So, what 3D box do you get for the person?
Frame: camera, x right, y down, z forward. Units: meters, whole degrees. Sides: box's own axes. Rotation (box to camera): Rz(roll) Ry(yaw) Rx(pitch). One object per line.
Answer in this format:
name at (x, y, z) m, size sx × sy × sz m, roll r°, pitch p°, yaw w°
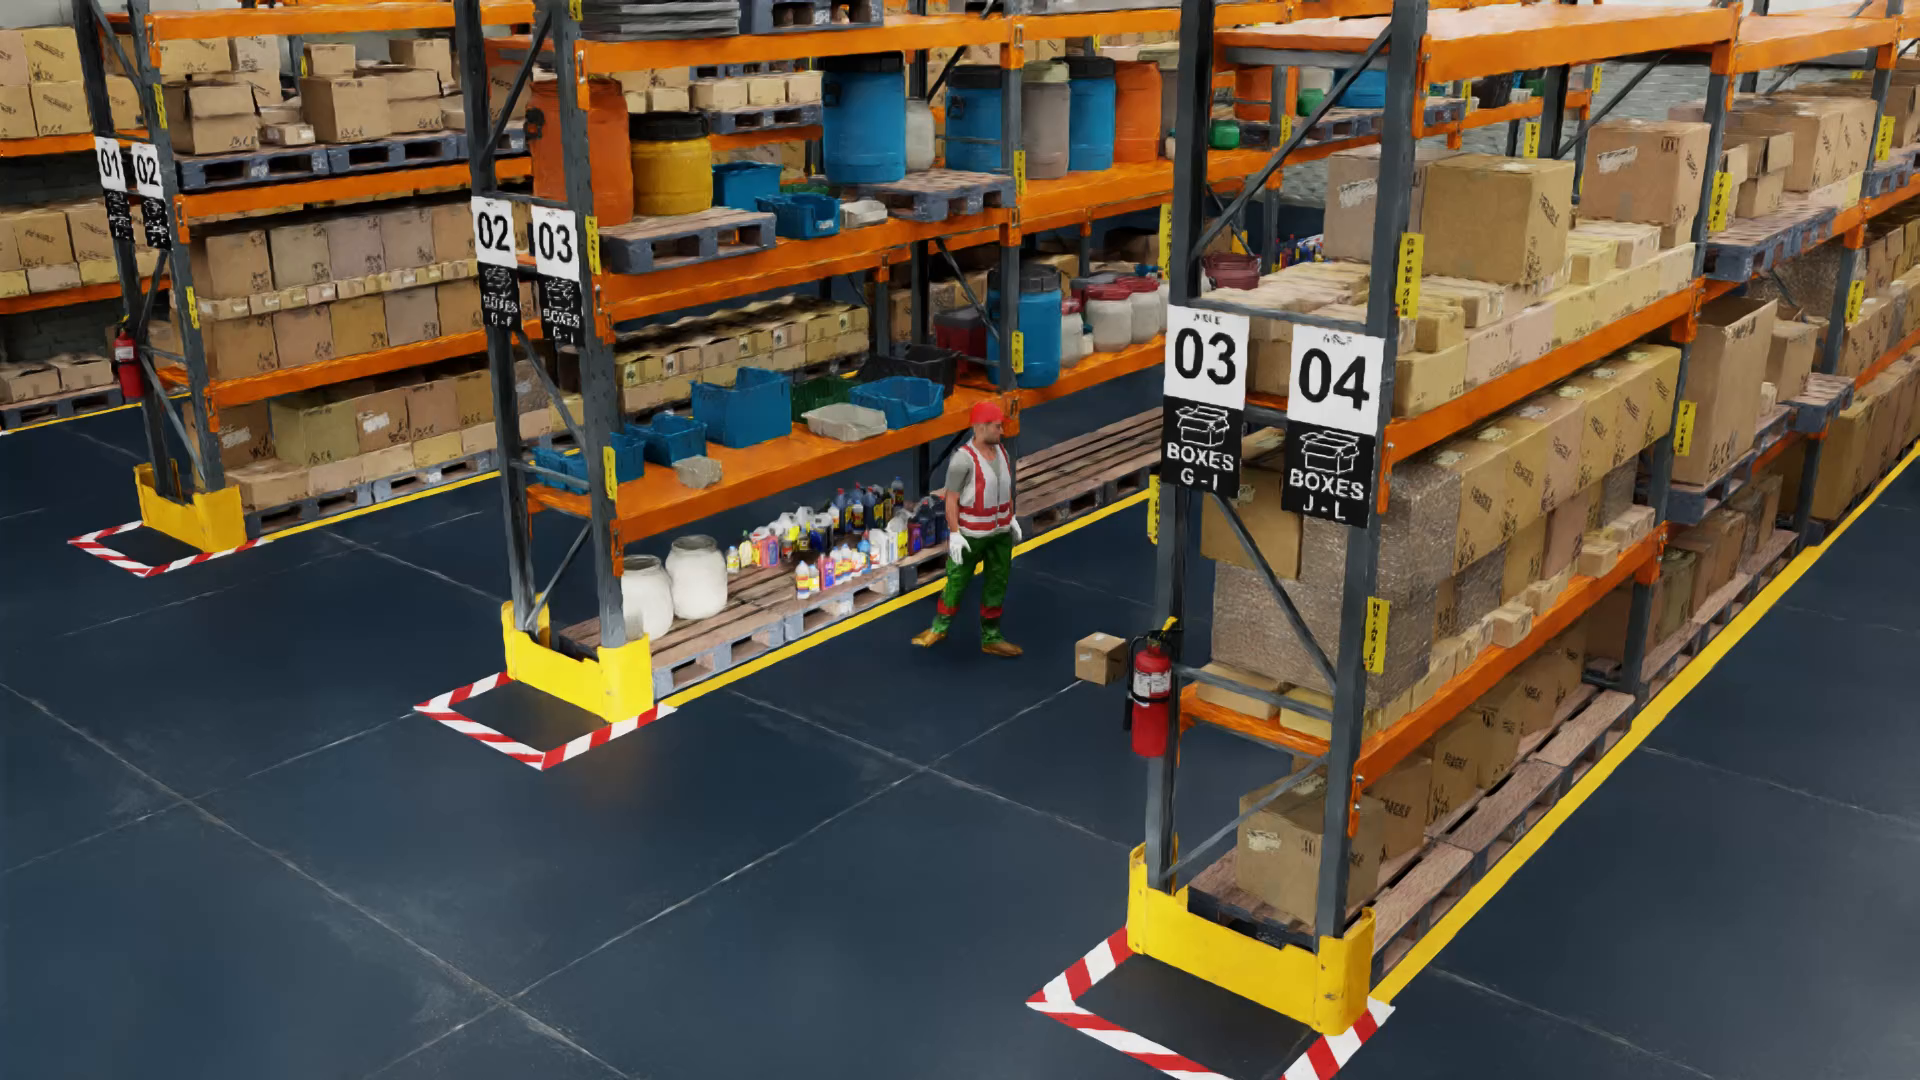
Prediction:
person at (0.098, -0.069, 11.239) m, size 0.729 × 1.791 × 0.601 m, roll -15°, pitch 25°, yaw -36°
